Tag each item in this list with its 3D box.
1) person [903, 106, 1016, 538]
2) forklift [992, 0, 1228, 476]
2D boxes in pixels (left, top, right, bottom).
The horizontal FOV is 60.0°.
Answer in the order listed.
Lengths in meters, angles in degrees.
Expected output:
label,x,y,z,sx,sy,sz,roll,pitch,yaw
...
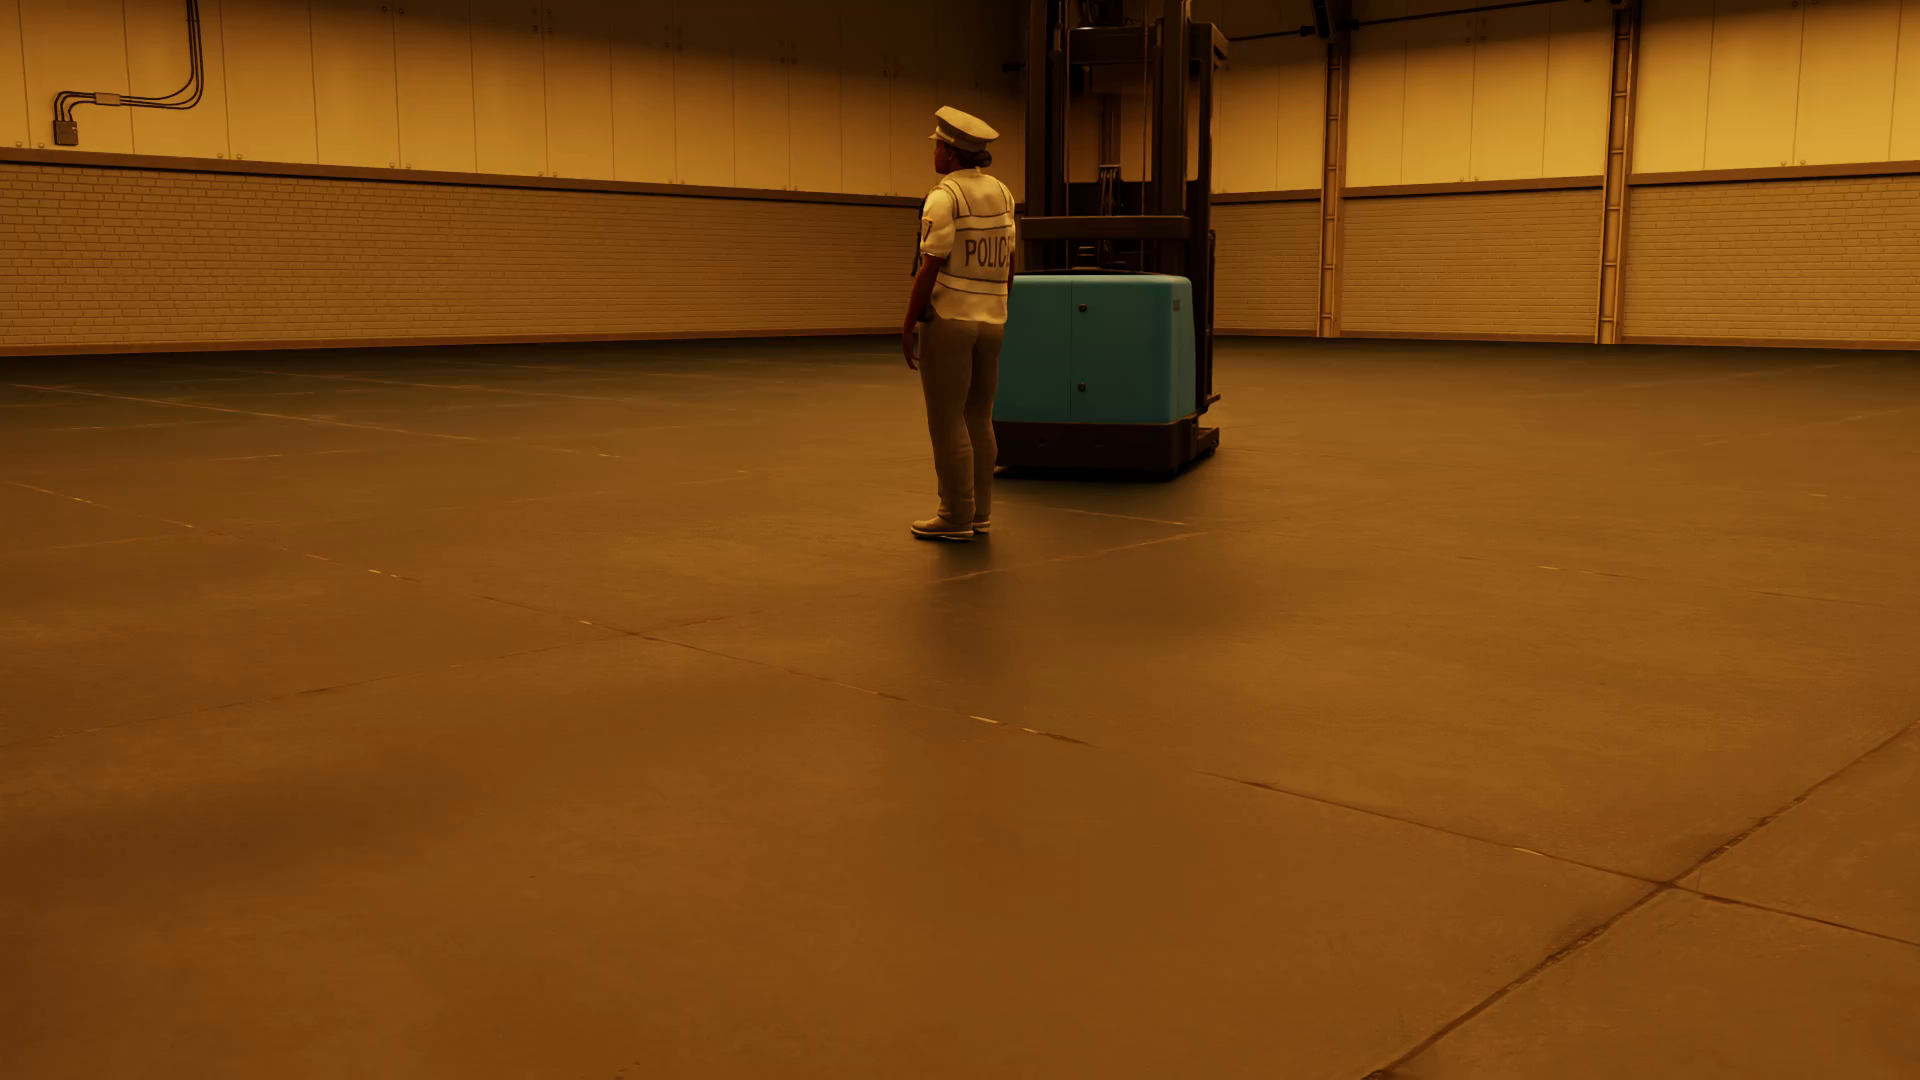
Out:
label,x,y,z,sx,sy,sz,roll,pitch,yaw
person,-0.041,-0.855,6.656,0.528,1.697,0.570,8,12,43
forklift,0.985,-1.972,9.968,1.130,2.935,3.031,2,9,16
